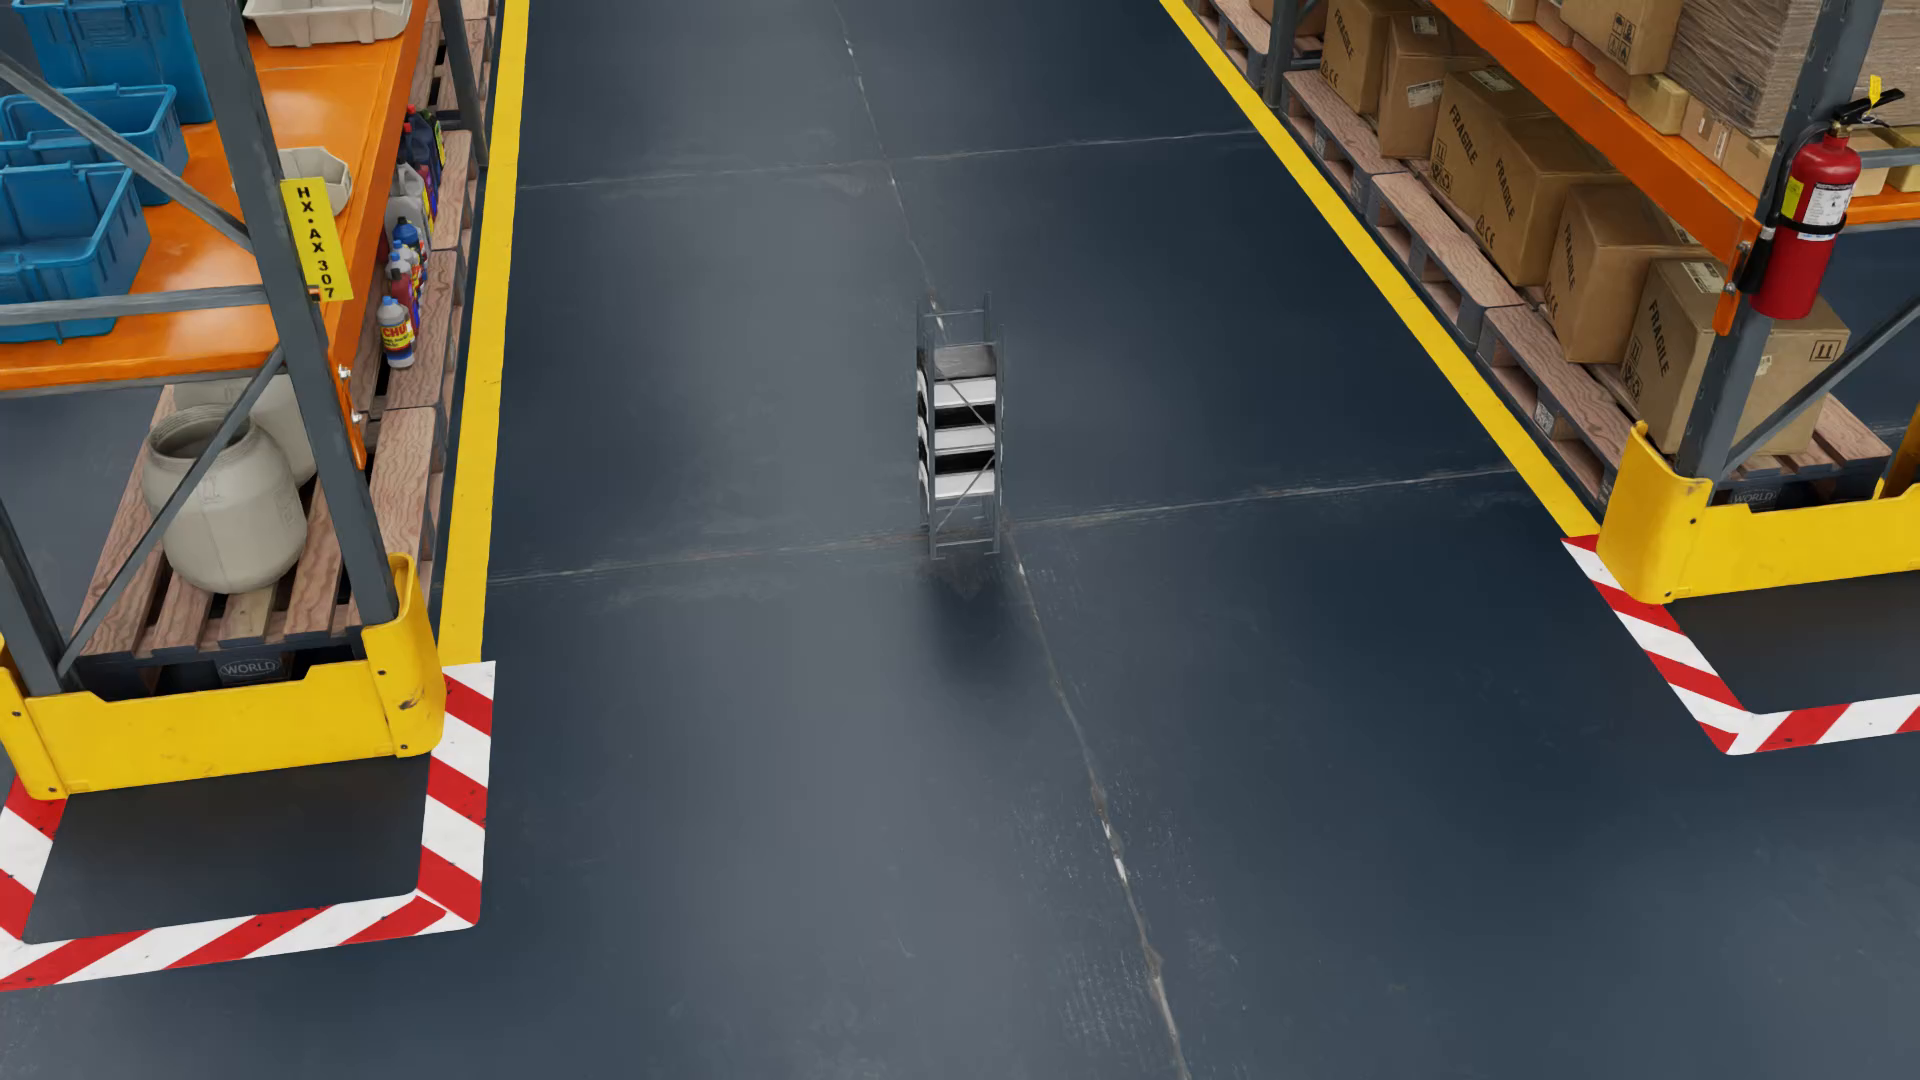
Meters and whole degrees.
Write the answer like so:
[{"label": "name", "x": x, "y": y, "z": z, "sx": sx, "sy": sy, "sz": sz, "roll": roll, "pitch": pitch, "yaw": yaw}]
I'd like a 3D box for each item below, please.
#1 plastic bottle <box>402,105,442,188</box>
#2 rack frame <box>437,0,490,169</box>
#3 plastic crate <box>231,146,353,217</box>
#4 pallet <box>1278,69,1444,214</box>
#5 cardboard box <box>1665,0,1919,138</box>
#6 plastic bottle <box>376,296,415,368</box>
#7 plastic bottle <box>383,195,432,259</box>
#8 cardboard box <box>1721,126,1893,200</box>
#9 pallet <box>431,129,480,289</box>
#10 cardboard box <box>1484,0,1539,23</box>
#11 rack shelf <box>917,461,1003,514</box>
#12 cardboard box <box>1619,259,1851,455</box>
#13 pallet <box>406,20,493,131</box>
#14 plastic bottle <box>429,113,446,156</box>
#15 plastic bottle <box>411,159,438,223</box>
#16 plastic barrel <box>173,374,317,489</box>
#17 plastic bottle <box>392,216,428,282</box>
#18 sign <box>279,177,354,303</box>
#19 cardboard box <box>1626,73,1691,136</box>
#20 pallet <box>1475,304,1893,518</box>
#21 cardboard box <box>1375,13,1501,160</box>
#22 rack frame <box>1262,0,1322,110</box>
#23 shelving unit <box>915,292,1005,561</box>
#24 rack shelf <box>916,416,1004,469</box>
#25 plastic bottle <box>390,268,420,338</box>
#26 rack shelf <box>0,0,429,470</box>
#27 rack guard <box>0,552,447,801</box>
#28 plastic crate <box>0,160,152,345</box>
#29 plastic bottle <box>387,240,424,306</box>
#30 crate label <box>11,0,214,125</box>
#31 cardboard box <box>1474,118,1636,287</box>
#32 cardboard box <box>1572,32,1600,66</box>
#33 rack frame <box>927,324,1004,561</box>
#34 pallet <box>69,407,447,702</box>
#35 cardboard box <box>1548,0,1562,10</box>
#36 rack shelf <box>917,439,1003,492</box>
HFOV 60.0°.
[{"label": "plastic bottle", "x": -2.395, "y": -1.740, "z": 7.345, "sx": 0.144, "sy": 0.351, "sz": 0.185, "roll": -7, "pitch": 38, "yaw": -9}, {"label": "rack frame", "x": -2.791, "y": -2.970, "z": 7.128, "sx": 1.000, "sy": 3.000, "sz": 0.127, "roll": -6, "pitch": 38, "yaw": -8}, {"label": "plastic crate", "x": -1.930, "y": -1.025, "z": 4.840, "sx": 0.298, "sy": 0.136, "sz": 0.250, "roll": -6, "pitch": 38, "yaw": -8}, {"label": "pallet", "x": 2.237, "y": -2.000, "z": 8.152, "sx": 1.003, "sy": 0.211, "sz": 1.213, "roll": -6, "pitch": 38, "yaw": -8}, {"label": "cardboard box", "x": 2.717, "y": -1.579, "z": 5.014, "sx": 0.875, "sy": 0.500, "sz": 0.500, "roll": -6, "pitch": 38, "yaw": -8}, {"label": "plastic bottle", "x": -2.101, "y": -0.779, "z": 6.173, "sx": 0.097, "sy": 0.271, "sz": 0.097, "roll": 0, "pitch": 38, "yaw": 0}, {"label": "plastic bottle", "x": -2.280, "y": -1.301, "z": 6.841, "sx": 0.152, "sy": 0.276, "sz": 0.135, "roll": -6, "pitch": 38, "yaw": -7}, {"label": "cardboard box", "x": 2.533, "y": -1.138, "z": 4.974, "sx": 0.380, "sy": 0.149, "sz": 0.250, "roll": -6, "pitch": 38, "yaw": -8}, {"label": "pallet", "x": -2.715, "y": -1.459, "z": 7.456, "sx": 1.003, "sy": 0.211, "sz": 1.213, "roll": -6, "pitch": 38, "yaw": -8}, {"label": "cardboard box", "x": 2.167, "y": -2.032, "z": 6.126, "sx": 0.380, "sy": 0.149, "sz": 0.250, "roll": -6, "pitch": 38, "yaw": -8}, {"label": "rack shelf", "x": -0.001, "y": -0.192, "z": 5.611, "sx": 0.258, "sy": 0.077, "sz": 0.200, "roll": -6, "pitch": 38, "yaw": -8}, {"label": "cardboard box", "x": 2.693, "y": -0.645, "z": 5.830, "sx": 0.500, "sy": 0.500, "sz": 0.500, "roll": 0, "pitch": 38, "yaw": 1}, {"label": "pallet", "x": -2.967, "y": -2.339, "z": 8.589, "sx": 1.003, "sy": 0.211, "sz": 1.213, "roll": -6, "pitch": 38, "yaw": -8}, {"label": "plastic bottle", "x": -2.421, "y": -1.853, "z": 7.613, "sx": 0.097, "sy": 0.201, "sz": 0.097, "roll": 0, "pitch": 38, "yaw": 0}, {"label": "plastic bottle", "x": -2.291, "y": -1.504, "z": 7.096, "sx": 0.061, "sy": 0.283, "sz": 0.133, "roll": -4, "pitch": 38, "yaw": -5}, {"label": "plastic barrel", "x": -2.369, "y": -0.430, "z": 5.544, "sx": 0.421, "sy": 0.512, "sz": 0.421, "roll": 0, "pitch": 38, "yaw": 0}, {"label": "plastic bottle", "x": -2.214, "y": -1.169, "z": 6.675, "sx": 0.097, "sy": 0.271, "sz": 0.097, "roll": 0, "pitch": 38, "yaw": 0}, {"label": "sign", "x": -1.548, "y": -0.720, "z": 4.006, "sx": 0.100, "sy": 0.325, "sz": 0.005, "roll": -6, "pitch": 38, "yaw": -8}, {"label": "cardboard box", "x": 2.395, "y": -1.434, "z": 5.356, "sx": 0.380, "sy": 0.149, "sz": 0.250, "roll": -6, "pitch": 38, "yaw": -8}, {"label": "pallet", "x": 2.665, "y": -0.526, "z": 6.255, "sx": 1.003, "sy": 0.211, "sz": 1.213, "roll": -6, "pitch": 38, "yaw": -8}, {"label": "cardboard box", "x": 2.224, "y": -2.091, "z": 7.691, "sx": 0.500, "sy": 0.500, "sz": 0.500, "roll": 5, "pitch": 38, "yaw": 7}, {"label": "rack frame", "x": 2.085, "y": -3.503, "z": 7.814, "sx": 1.000, "sy": 3.000, "sz": 0.127, "roll": -6, "pitch": 38, "yaw": -8}, {"label": "shelving unit", "x": -0.001, "y": -0.360, "z": 5.480, "sx": 0.258, "sy": 0.900, "sz": 0.210, "roll": -6, "pitch": 38, "yaw": -8}, {"label": "rack shelf", "x": -0.001, "y": -0.334, "z": 5.501, "sx": 0.258, "sy": 0.077, "sz": 0.200, "roll": -6, "pitch": 38, "yaw": -8}, {"label": "plastic bottle", "x": -2.123, "y": -0.923, "z": 6.348, "sx": 0.061, "sy": 0.283, "sz": 0.133, "roll": -6, "pitch": 38, "yaw": -7}, {"label": "rack shelf", "x": -2.441, "y": -1.478, "z": 5.794, "sx": 1.077, "sy": 0.370, "sz": 4.000, "roll": -6, "pitch": 38, "yaw": -8}, {"label": "rack guard", "x": -2.150, "y": 0.392, "z": 4.838, "sx": 1.175, "sy": 0.500, "sz": 0.348, "roll": -6, "pitch": 38, "yaw": -8}, {"label": "plastic crate", "x": -2.472, "y": -0.766, "z": 4.412, "sx": 0.499, "sy": 0.251, "sz": 0.616, "roll": -6, "pitch": 38, "yaw": -8}, {"label": "plastic bottle", "x": -2.179, "y": -1.047, "z": 6.518, "sx": 0.097, "sy": 0.271, "sz": 0.097, "roll": 0, "pitch": 38, "yaw": 0}, {"label": "crate label", "x": -2.679, "y": -1.651, "z": 5.401, "sx": 0.502, "sy": 0.435, "sz": 0.616, "roll": -6, "pitch": 38, "yaw": -8}, {"label": "cardboard box", "x": 2.464, "y": -1.382, "z": 6.779, "sx": 0.500, "sy": 0.500, "sz": 0.500, "roll": -3, "pitch": 38, "yaw": -4}, {"label": "cardboard box", "x": 2.364, "y": -1.742, "z": 5.753, "sx": 0.380, "sy": 0.149, "sz": 0.250, "roll": -6, "pitch": 38, "yaw": -8}, {"label": "rack frame", "x": 0.016, "y": -0.299, "z": 5.401, "sx": 0.240, "sy": 0.900, "sz": 0.006, "roll": -6, "pitch": 38, "yaw": -8}, {"label": "pallet", "x": -2.287, "y": 0.015, "z": 5.559, "sx": 1.003, "sy": 0.211, "sz": 1.213, "roll": -6, "pitch": 38, "yaw": -8}, {"label": "cardboard box", "x": 2.466, "y": -2.175, "z": 5.781, "sx": 0.875, "sy": 0.500, "sz": 0.500, "roll": -6, "pitch": 38, "yaw": -8}, {"label": "rack shelf", "x": -0.001, "y": -0.263, "z": 5.556, "sx": 0.258, "sy": 0.077, "sz": 0.200, "roll": -6, "pitch": 38, "yaw": -8}]
